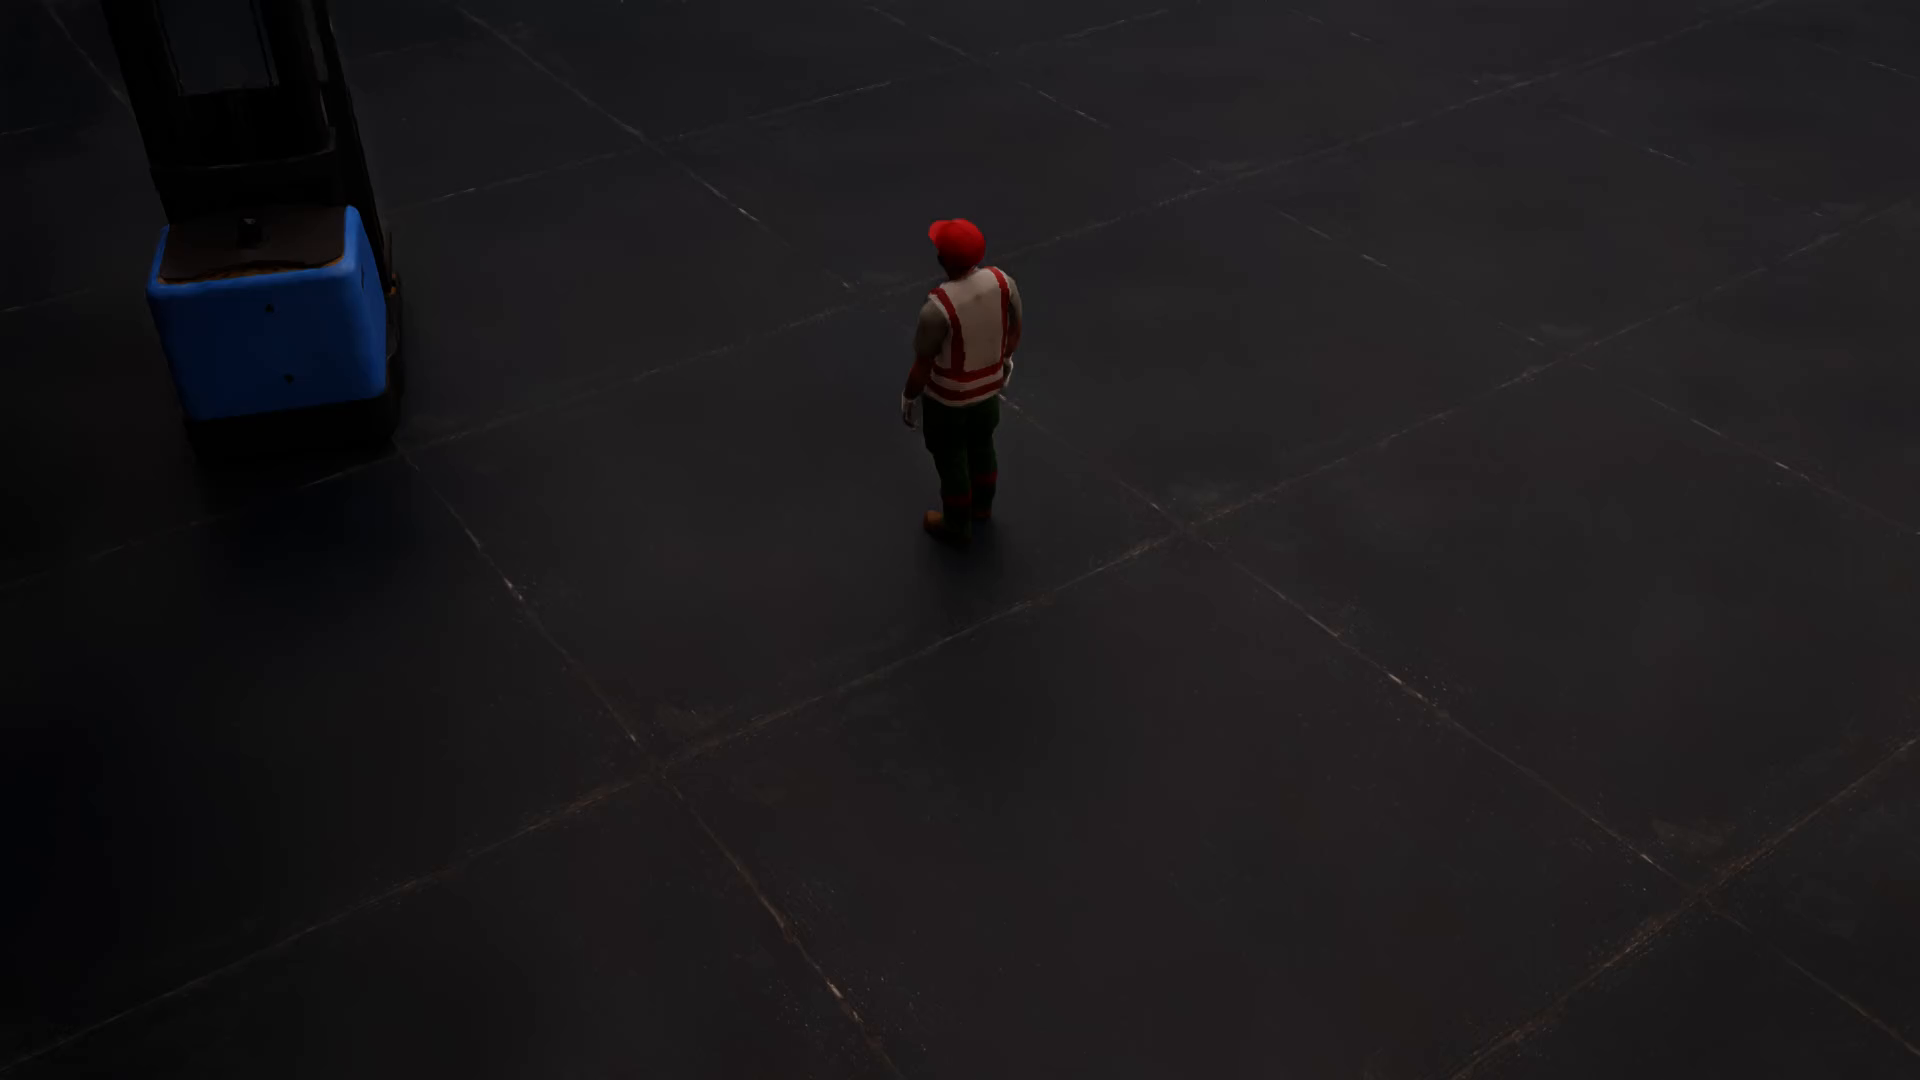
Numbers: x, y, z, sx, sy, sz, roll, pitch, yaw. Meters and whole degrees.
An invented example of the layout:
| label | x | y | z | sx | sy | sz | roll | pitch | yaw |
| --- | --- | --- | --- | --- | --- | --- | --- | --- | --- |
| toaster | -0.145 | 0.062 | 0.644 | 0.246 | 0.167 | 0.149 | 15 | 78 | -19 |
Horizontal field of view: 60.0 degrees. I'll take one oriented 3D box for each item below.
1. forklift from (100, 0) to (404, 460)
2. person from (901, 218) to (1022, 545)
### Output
| label | x | y | z | sx | sy | sz | roll | pitch | yaw |
| --- | --- | --- | --- | --- | --- | --- | --- | --- | --- |
| forklift | -3.978 | -2.481 | 9.300 | 1.130 | 2.935 | 3.031 | -9 | 37 | -12 |
| person | -0.037 | -0.768 | 7.932 | 0.637 | 1.787 | 0.563 | -23 | 42 | -28 |
